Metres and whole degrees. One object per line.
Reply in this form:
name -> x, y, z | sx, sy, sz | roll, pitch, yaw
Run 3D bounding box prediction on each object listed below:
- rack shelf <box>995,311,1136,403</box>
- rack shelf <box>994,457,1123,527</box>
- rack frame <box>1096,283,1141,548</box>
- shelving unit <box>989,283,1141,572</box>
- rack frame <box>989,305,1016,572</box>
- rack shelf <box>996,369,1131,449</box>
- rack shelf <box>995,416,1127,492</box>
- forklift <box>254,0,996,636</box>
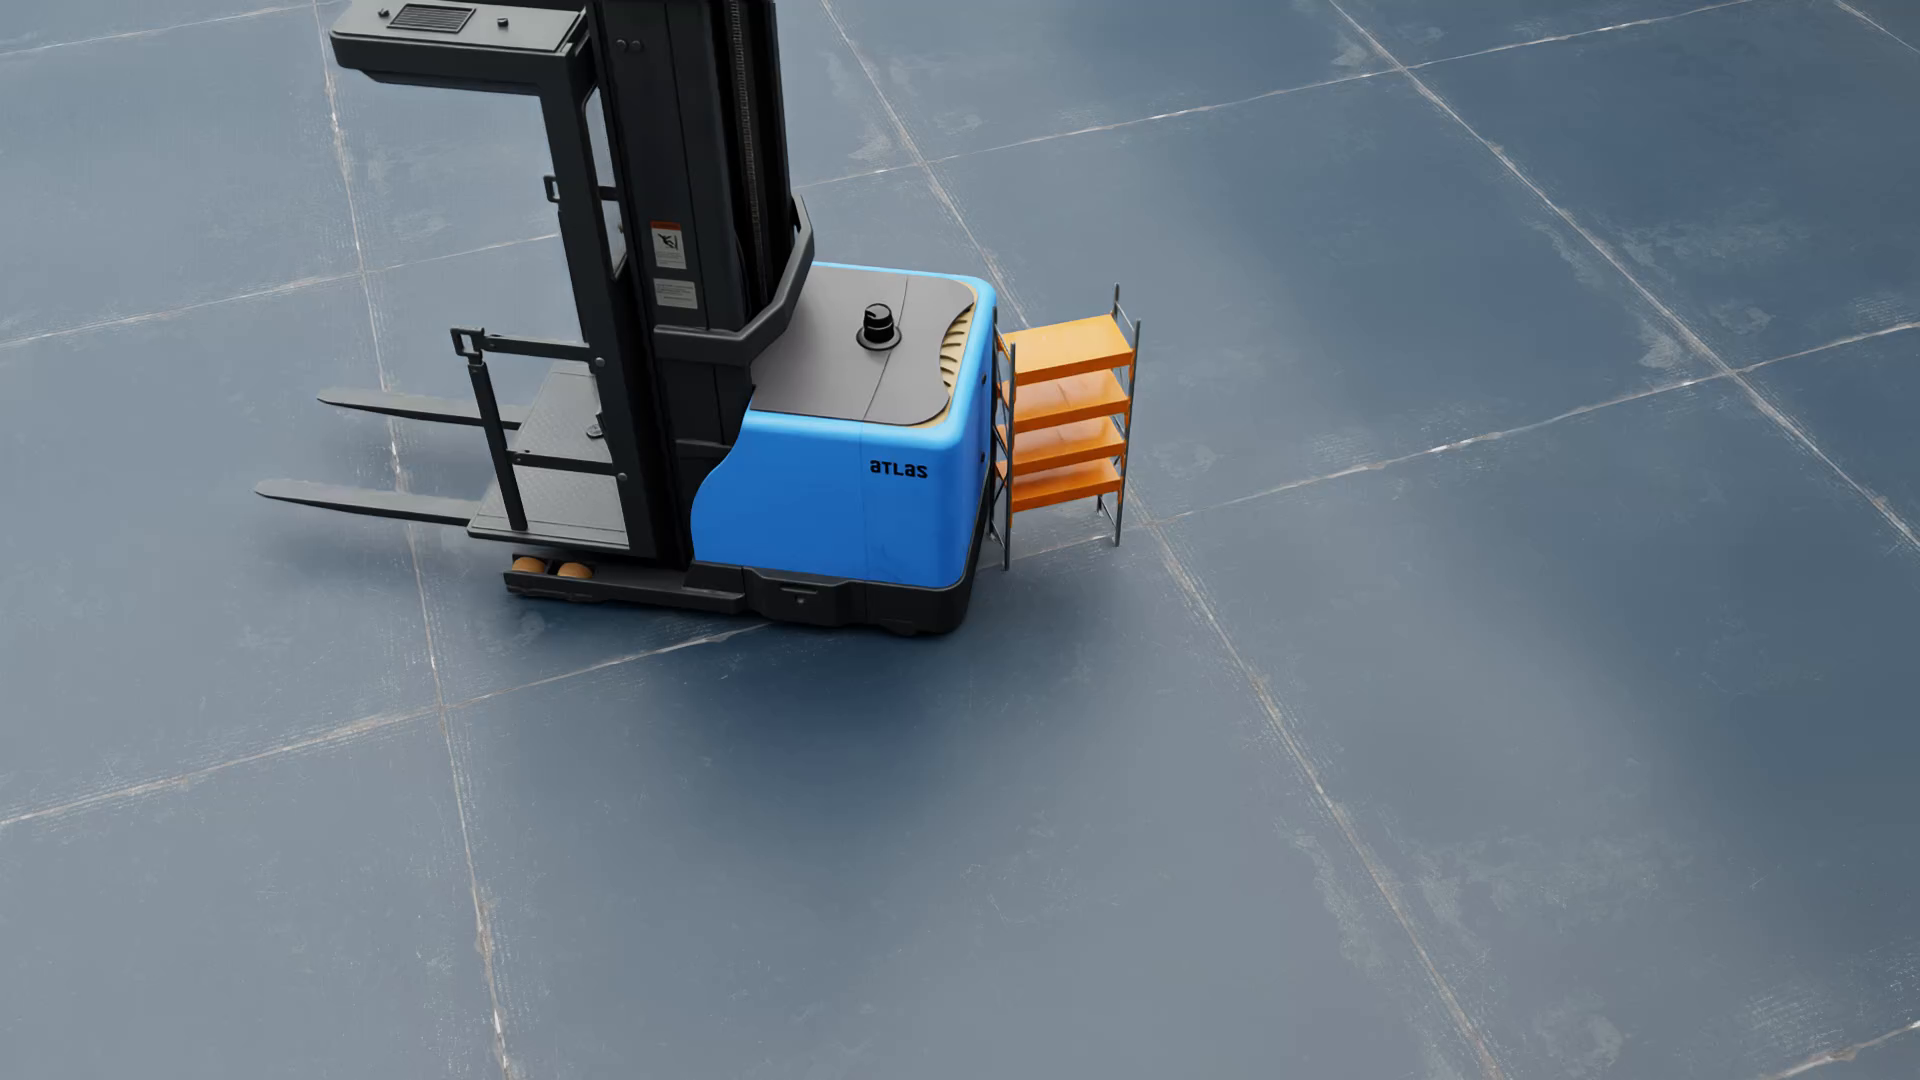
rack shelf -> 0.397, -0.702, 6.357 | 0.480, 0.148, 0.258 | -12, 46, -12
rack shelf -> 0.397, -0.237, 6.823 | 0.480, 0.148, 0.258 | -12, 46, -12
rack frame -> 0.631, -0.474, 6.685 | 0.015, 1.200, 0.240 | -12, 46, -12
shelving unit -> 0.397, -0.424, 6.635 | 0.503, 1.200, 0.258 | -12, 46, -12
rack frame -> 0.164, -0.375, 6.586 | 0.015, 1.200, 0.240 | -12, 46, -12
rack shelf -> 0.397, -0.535, 6.524 | 0.480, 0.148, 0.258 | -12, 46, -12
rack shelf -> 0.397, -0.377, 6.683 | 0.480, 0.148, 0.258 | -12, 46, -12
forklift -> -1.406, -1.144, 6.130 | 3.031, 2.935, 1.130 | 6, 45, 6
